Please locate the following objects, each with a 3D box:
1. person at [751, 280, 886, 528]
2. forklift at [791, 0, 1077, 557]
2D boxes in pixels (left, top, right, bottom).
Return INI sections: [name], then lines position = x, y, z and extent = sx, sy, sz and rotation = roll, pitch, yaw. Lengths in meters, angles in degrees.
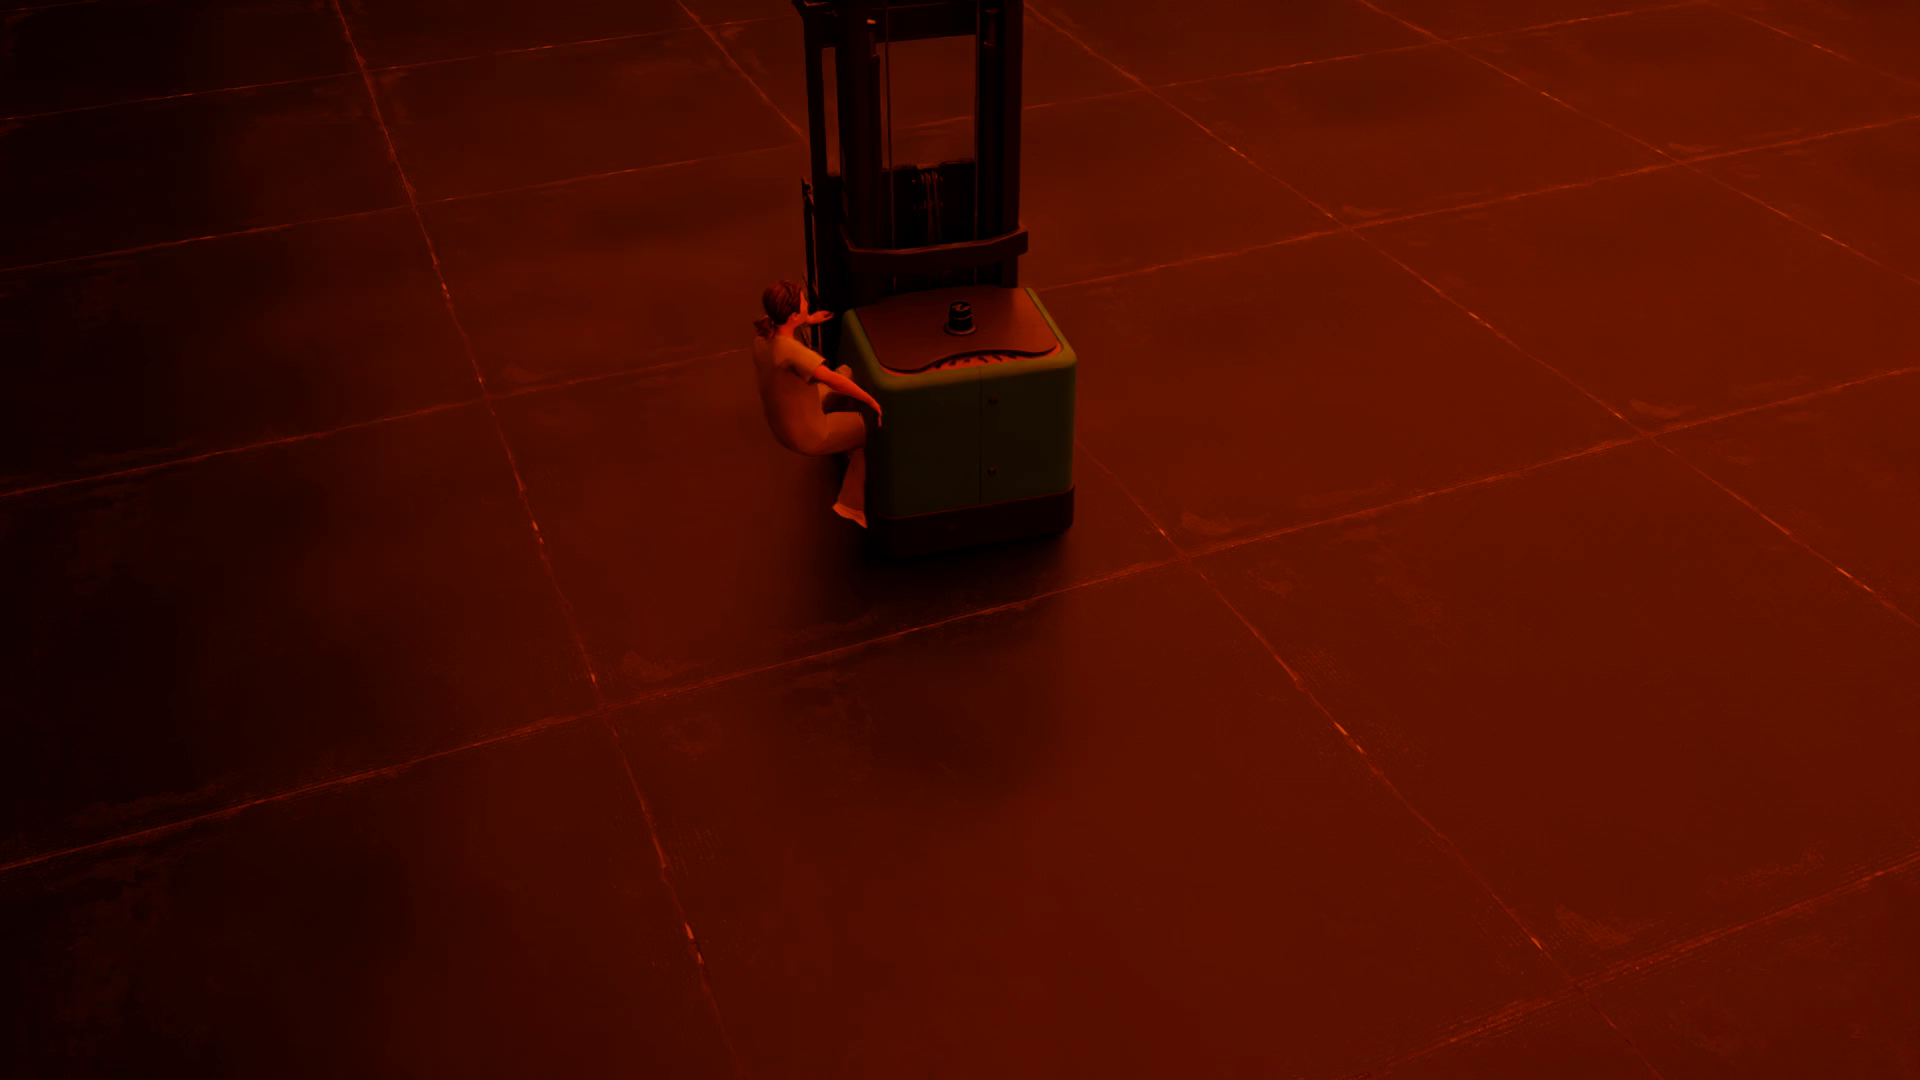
[person]
position = -0.606, -0.692, 8.334
extent = 0.818, 1.400, 0.931
rotation = -27, 43, -33
[forklift]
position = -0.289, -1.961, 8.856
extent = 1.130, 2.935, 3.031
rotation = -9, 36, -12
